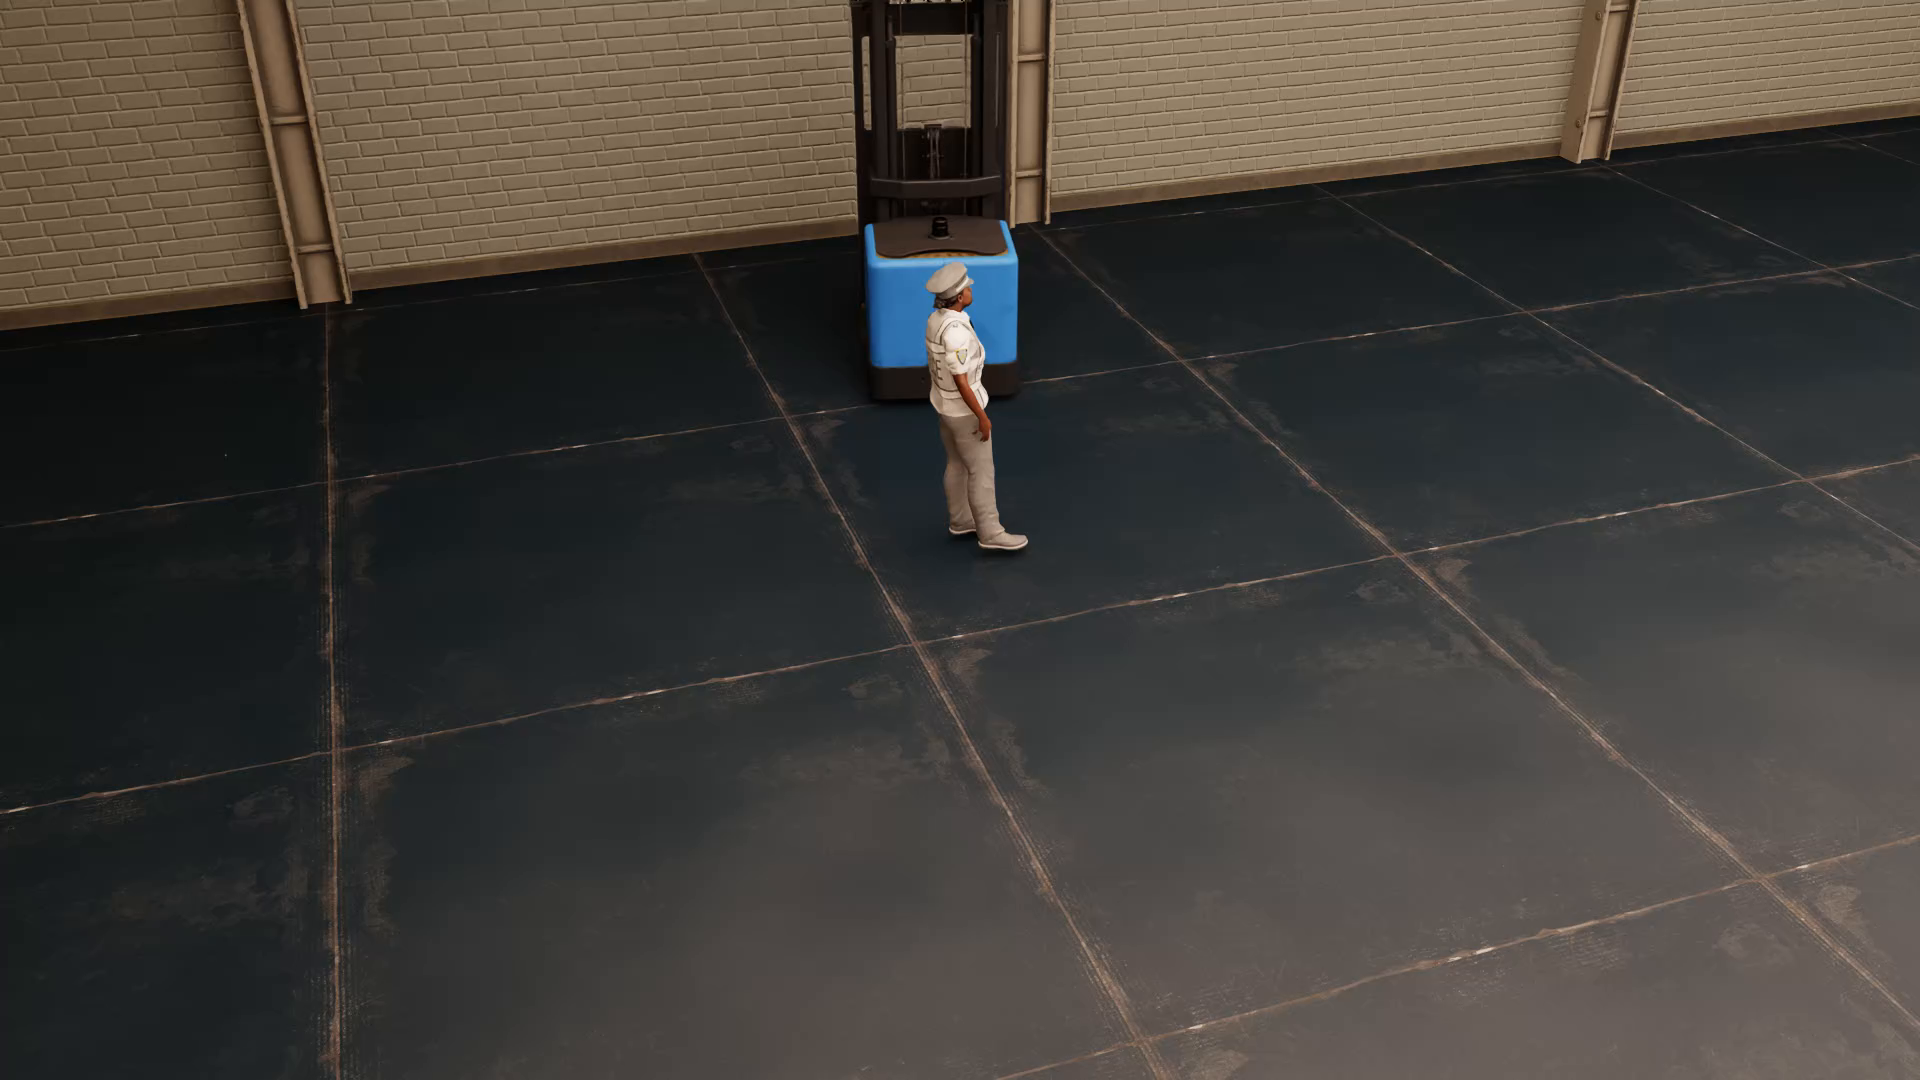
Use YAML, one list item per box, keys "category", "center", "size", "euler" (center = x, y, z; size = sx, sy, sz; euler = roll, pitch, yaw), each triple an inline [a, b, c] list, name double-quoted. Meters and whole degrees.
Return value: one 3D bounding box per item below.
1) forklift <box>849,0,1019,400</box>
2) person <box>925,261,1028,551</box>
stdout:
- category: "forklift"
  center: [-0.230, -2.955, 12.224]
  size: [1.130, 2.935, 3.031]
  euler: [-2, 30, -4]
- category: "person"
  center: [0.077, -0.777, 9.585]
  size: [0.529, 1.693, 0.570]
  euler: [-10, 31, -16]
